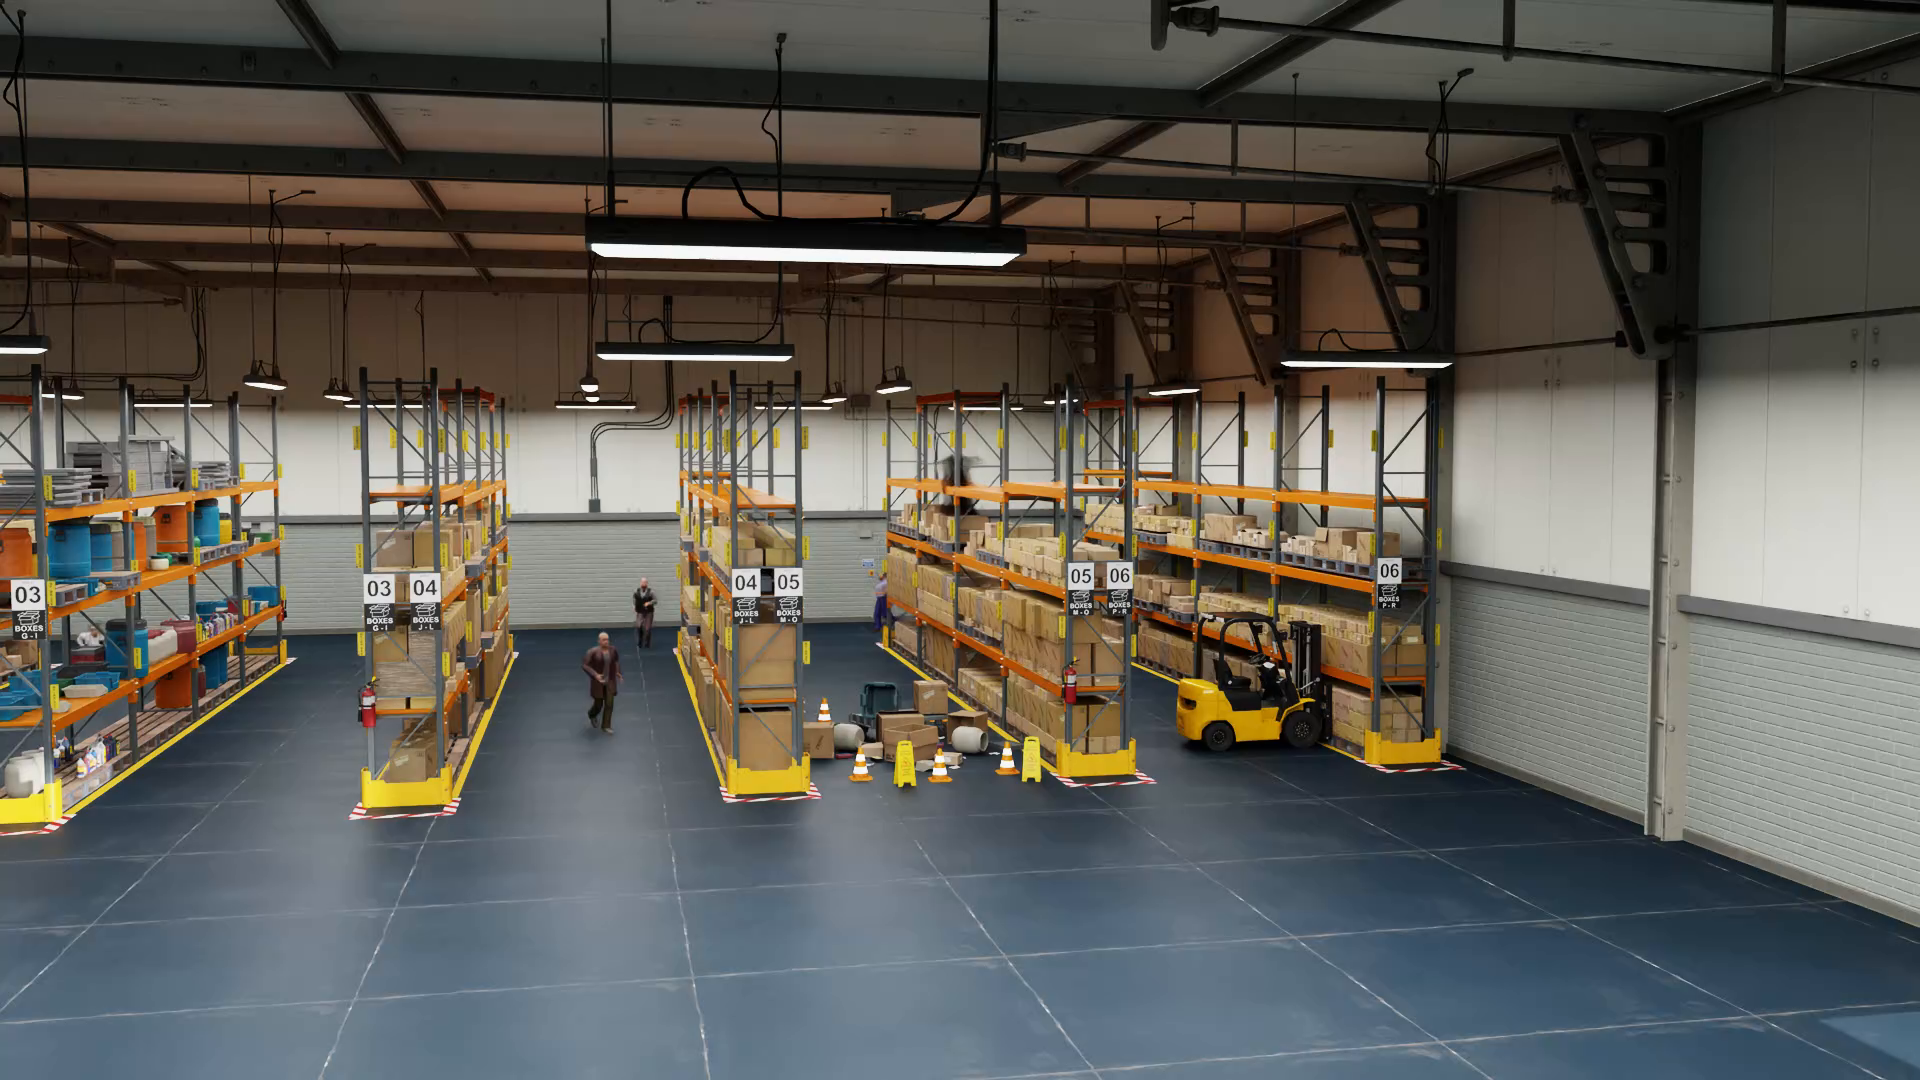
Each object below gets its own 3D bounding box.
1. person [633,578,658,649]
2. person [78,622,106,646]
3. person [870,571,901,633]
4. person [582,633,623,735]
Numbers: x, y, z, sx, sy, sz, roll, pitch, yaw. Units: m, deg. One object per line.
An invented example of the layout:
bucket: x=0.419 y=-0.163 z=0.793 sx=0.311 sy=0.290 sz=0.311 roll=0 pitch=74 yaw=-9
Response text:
person: x=-7.601 y=1.764 z=40.052 sx=0.649 sy=1.701 sz=0.687 roll=0 pitch=3 yaw=2
person: x=-16.447 y=2.346 z=31.746 sx=0.664 sy=1.634 sz=0.962 roll=-1 pitch=3 yaw=-12
person: x=-1.959 y=1.610 z=43.271 sx=0.848 sy=1.613 sz=0.620 roll=-2 pitch=4 yaw=-27
person: x=-6.179 y=2.442 z=28.556 sx=0.701 sy=1.733 sz=0.878 roll=-2 pitch=4 yaw=-30
